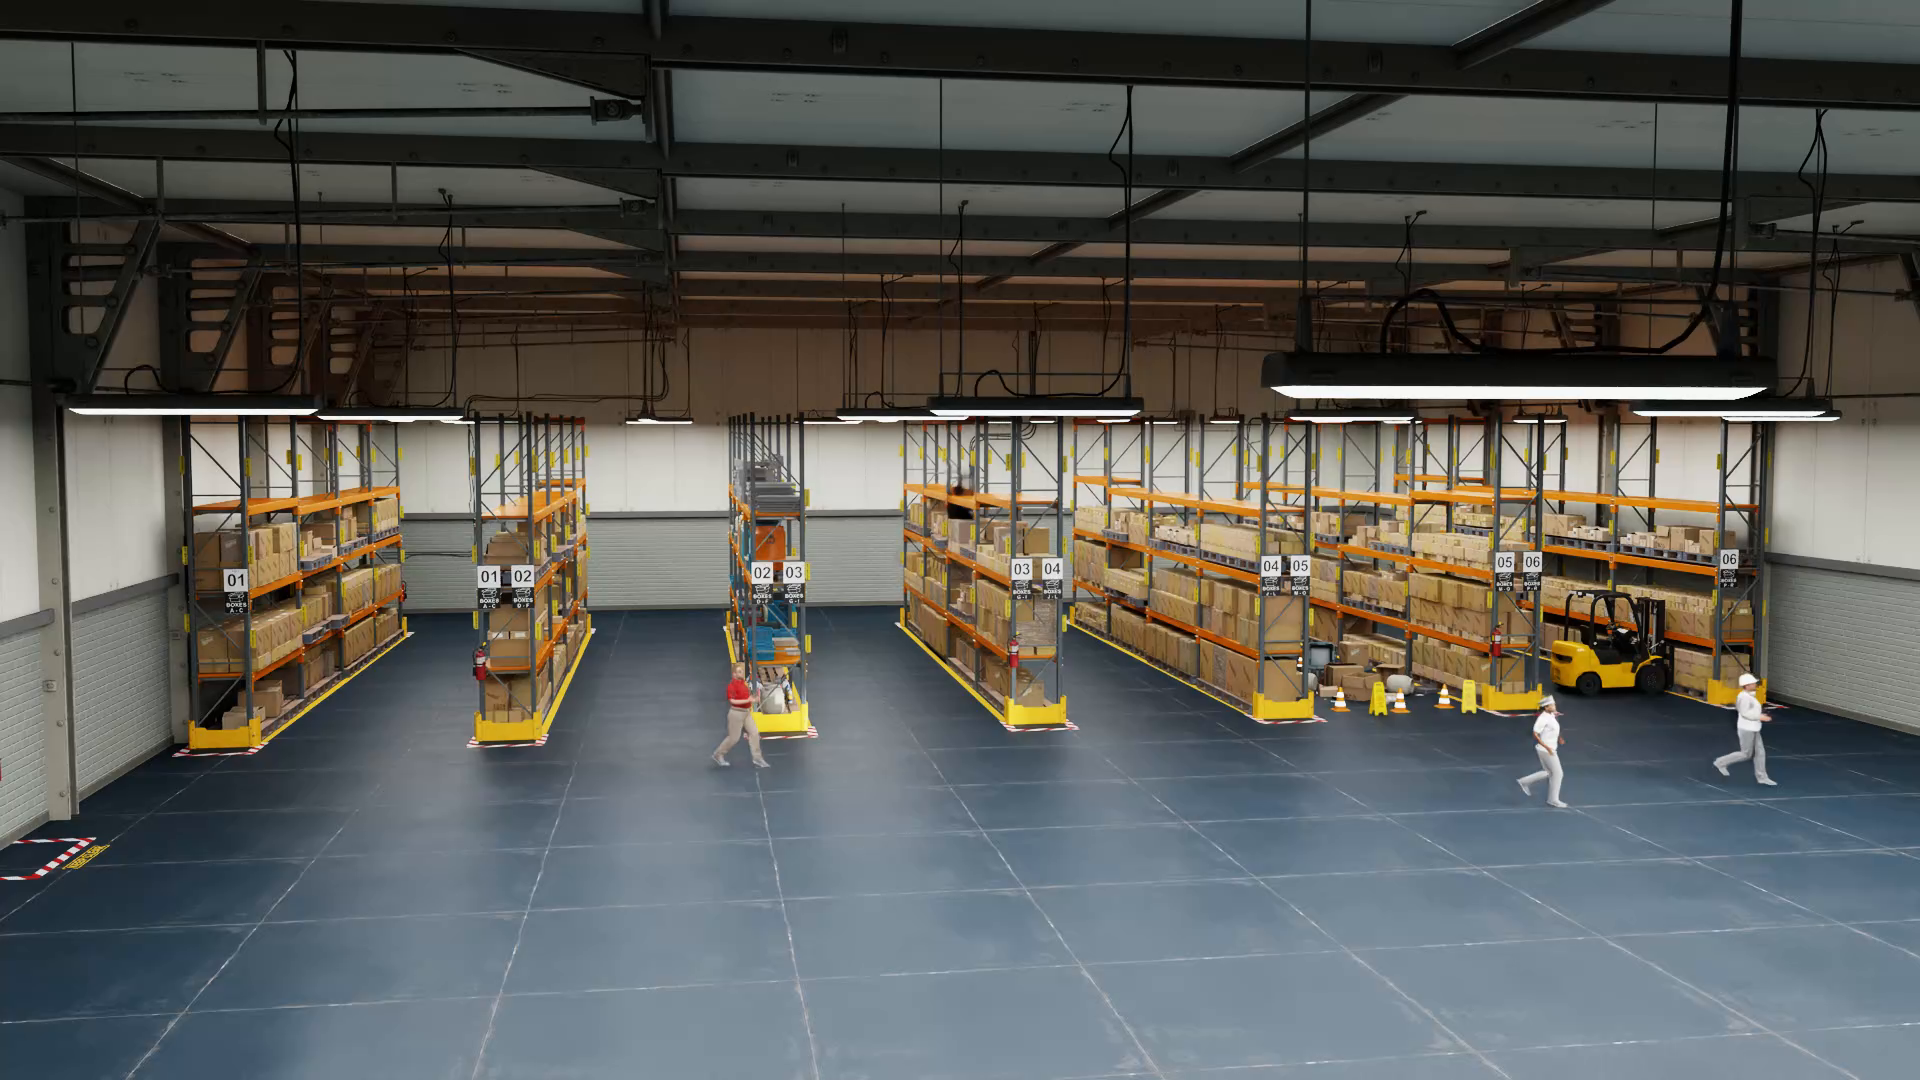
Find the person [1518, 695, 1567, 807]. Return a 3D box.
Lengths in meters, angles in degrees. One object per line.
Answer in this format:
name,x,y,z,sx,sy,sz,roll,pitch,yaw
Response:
person,8.842,3.181,25.205,0.726,1.696,0.576,2,4,26

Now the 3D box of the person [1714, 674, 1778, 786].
person,12.587,3.026,26.582,0.935,1.770,0.661,2,5,32

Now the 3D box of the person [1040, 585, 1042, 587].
person,2.431,1.804,45.719,0.583,1.653,0.791,0,4,0

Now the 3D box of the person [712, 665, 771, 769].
person,-3.671,2.965,27.880,0.977,1.740,0.669,1,4,19
